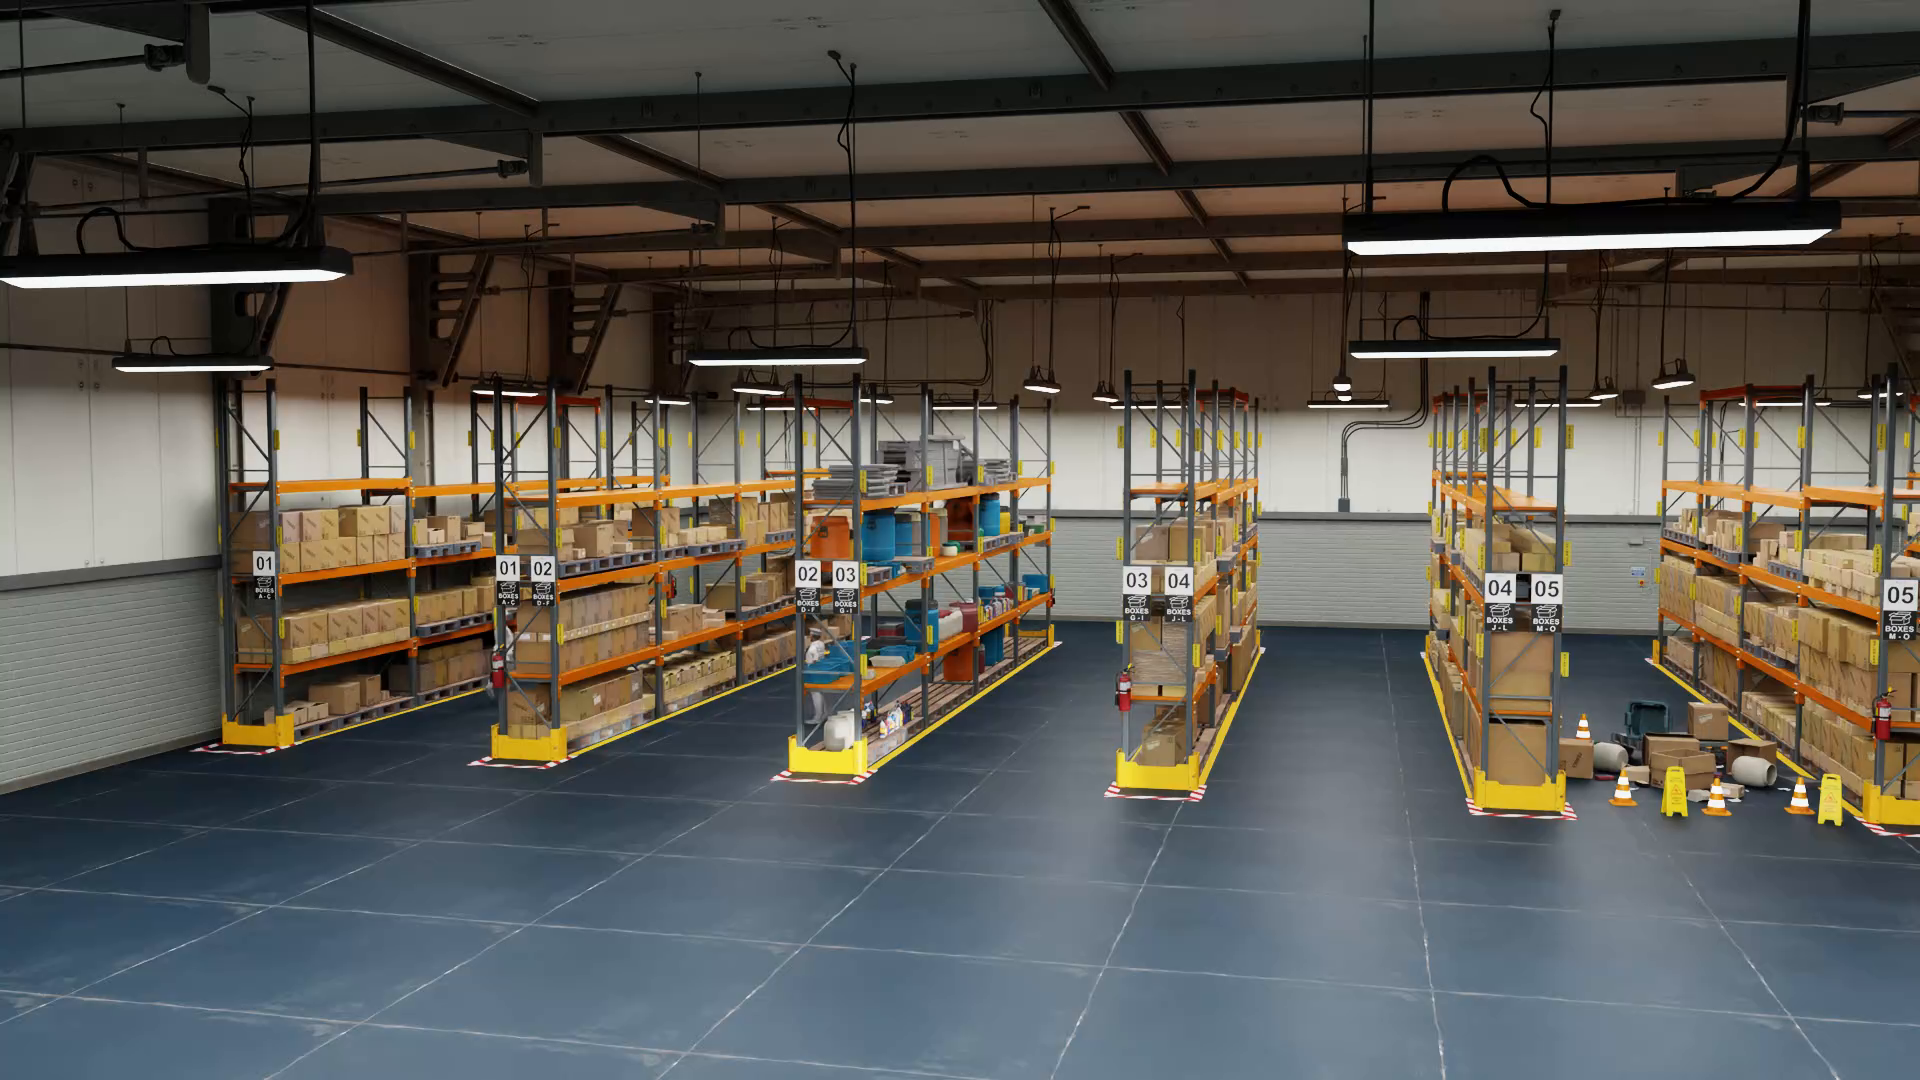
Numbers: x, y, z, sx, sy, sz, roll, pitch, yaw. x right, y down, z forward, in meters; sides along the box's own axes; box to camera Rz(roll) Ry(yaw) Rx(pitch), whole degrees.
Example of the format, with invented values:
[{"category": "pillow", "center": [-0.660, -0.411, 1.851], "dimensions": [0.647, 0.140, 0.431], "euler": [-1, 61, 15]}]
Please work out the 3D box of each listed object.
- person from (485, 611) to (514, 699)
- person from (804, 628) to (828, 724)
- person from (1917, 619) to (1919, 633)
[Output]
[{"category": "person", "center": [-8.761, 2.194, 31.753], "dimensions": [0.610, 1.778, 0.549], "euler": [-3, 4, -39]}, {"category": "person", "center": [-2.542, 2.393, 29.389], "dimensions": [0.358, 1.680, 0.508], "euler": [1, 4, 15]}, {"category": "person", "center": [17.645, 2.271, 30.490], "dimensions": [0.611, 1.821, 0.511], "euler": [0, 3, -5]}]
